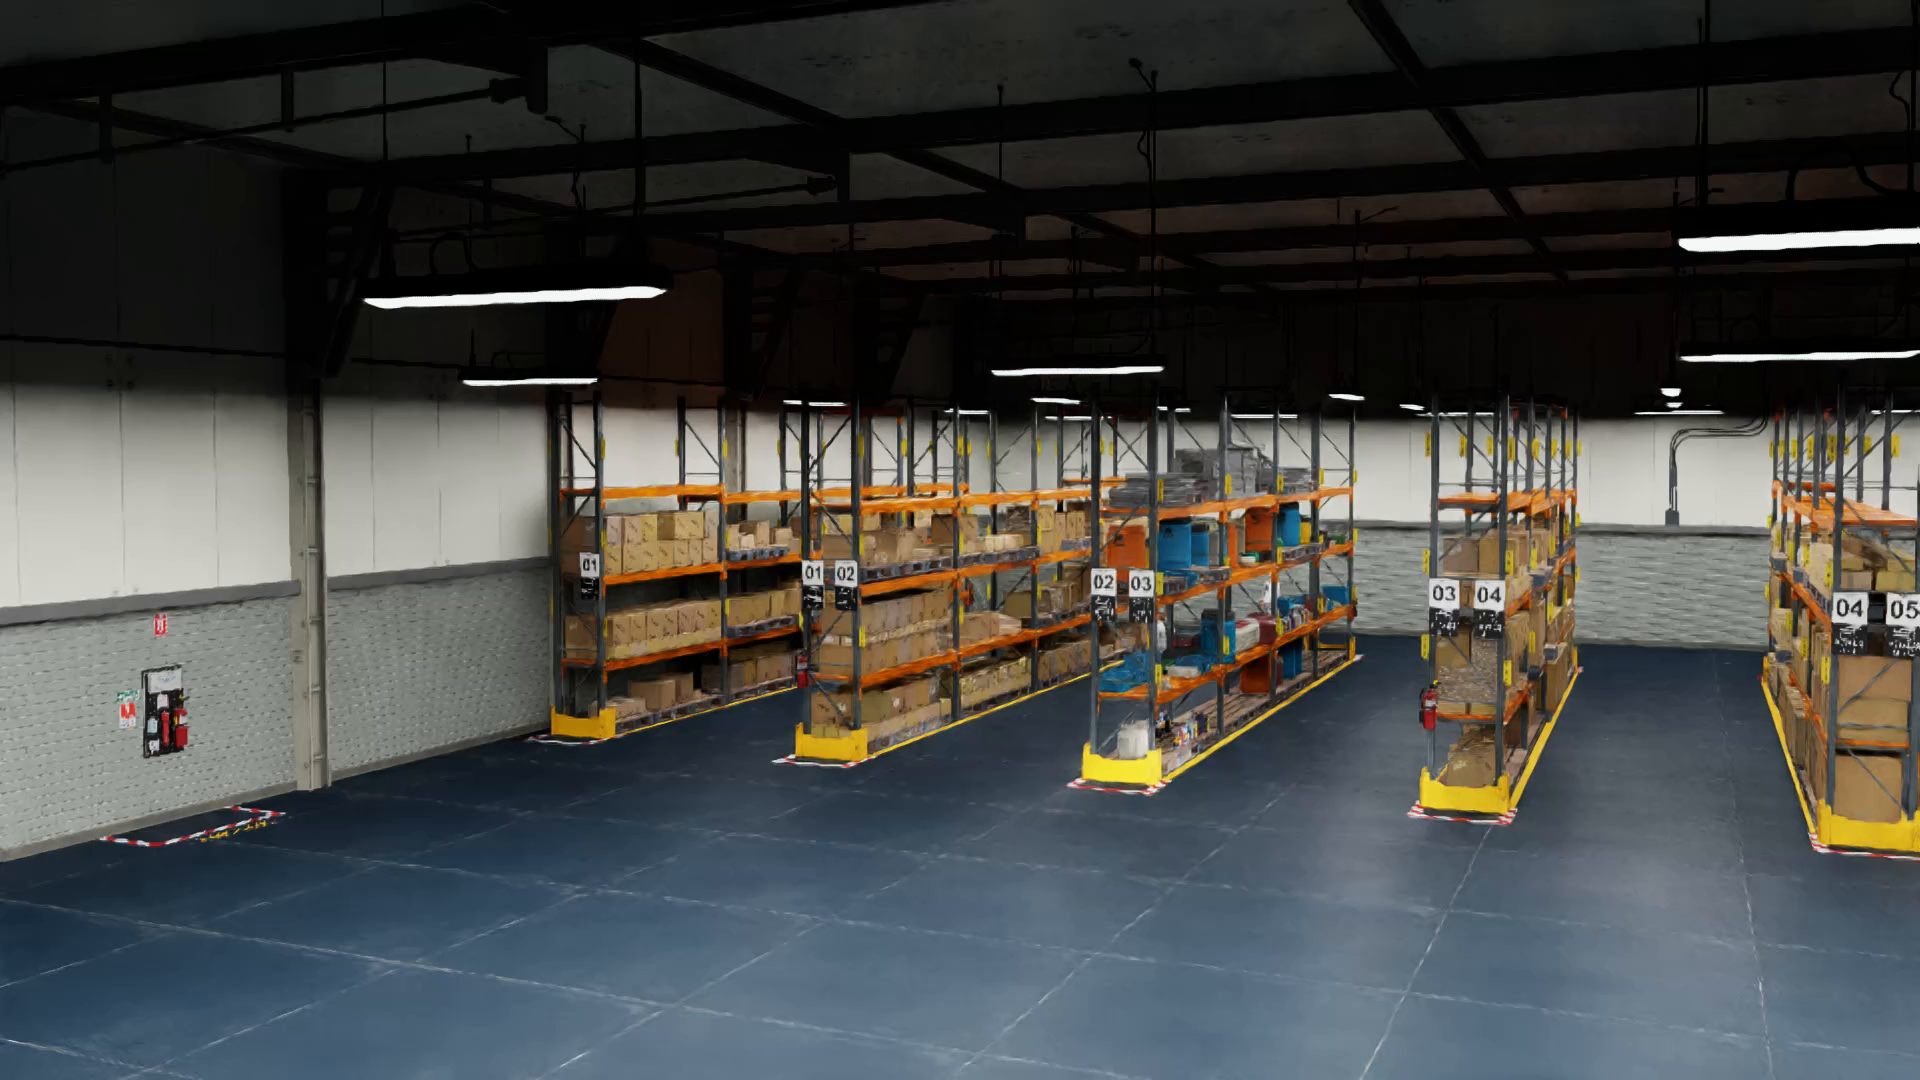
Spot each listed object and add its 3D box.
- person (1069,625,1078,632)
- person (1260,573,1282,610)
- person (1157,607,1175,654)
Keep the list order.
[{"bbox_3d":[2.960,1.815,42.320,0.438,1.680,0.549,0,3,0],"label":"person"},{"bbox_3d":[8.245,1.668,44.164,0.608,1.767,0.541,-2,4,-32],"label":"person"},{"bbox_3d":[4.366,2.233,35.527,0.493,1.605,0.982,1,3,23],"label":"person"}]
